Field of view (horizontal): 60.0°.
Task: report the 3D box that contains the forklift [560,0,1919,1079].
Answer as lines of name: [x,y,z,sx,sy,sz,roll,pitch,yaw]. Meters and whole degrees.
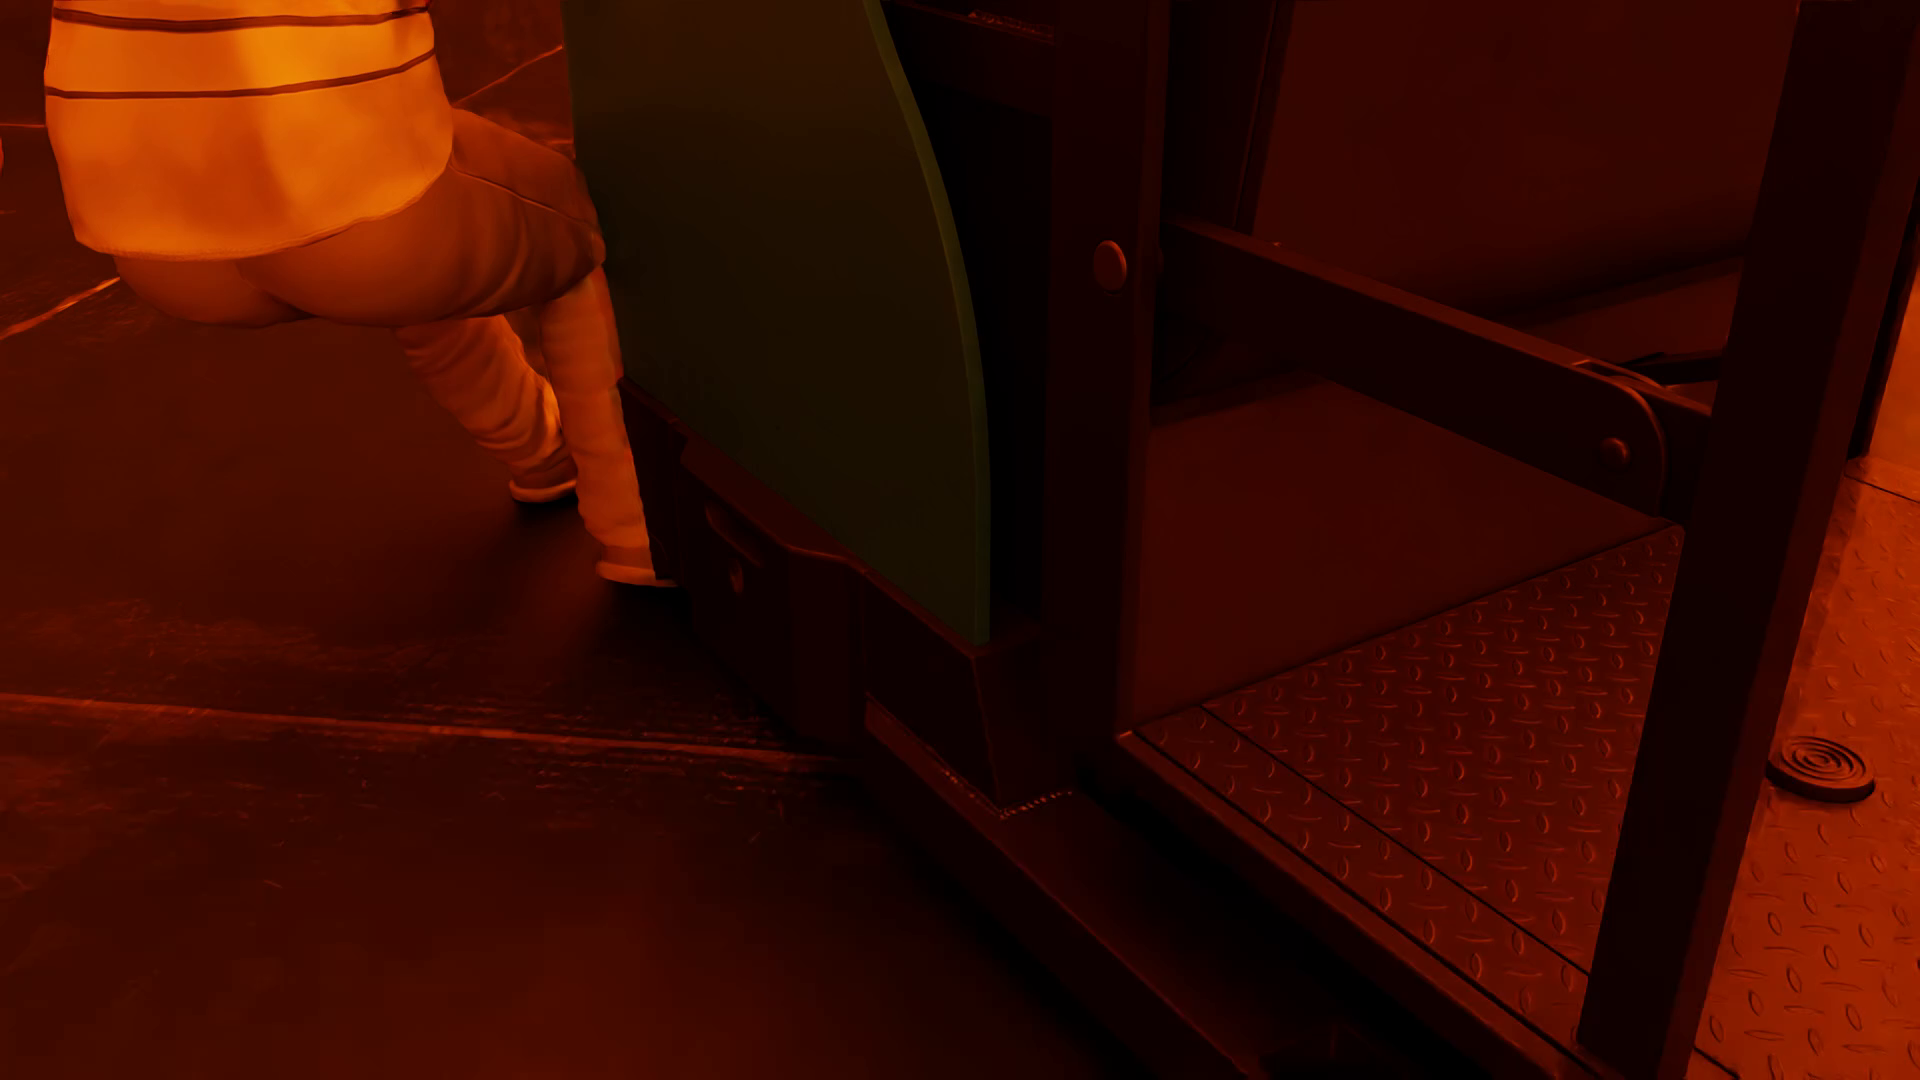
forklift: [0.690,-0.883,0.986,1.130,2.935,3.031,-16,31,-29]

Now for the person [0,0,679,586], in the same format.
person: [-0.749,-0.558,2.146,0.870,1.444,0.906,5,27,10]
